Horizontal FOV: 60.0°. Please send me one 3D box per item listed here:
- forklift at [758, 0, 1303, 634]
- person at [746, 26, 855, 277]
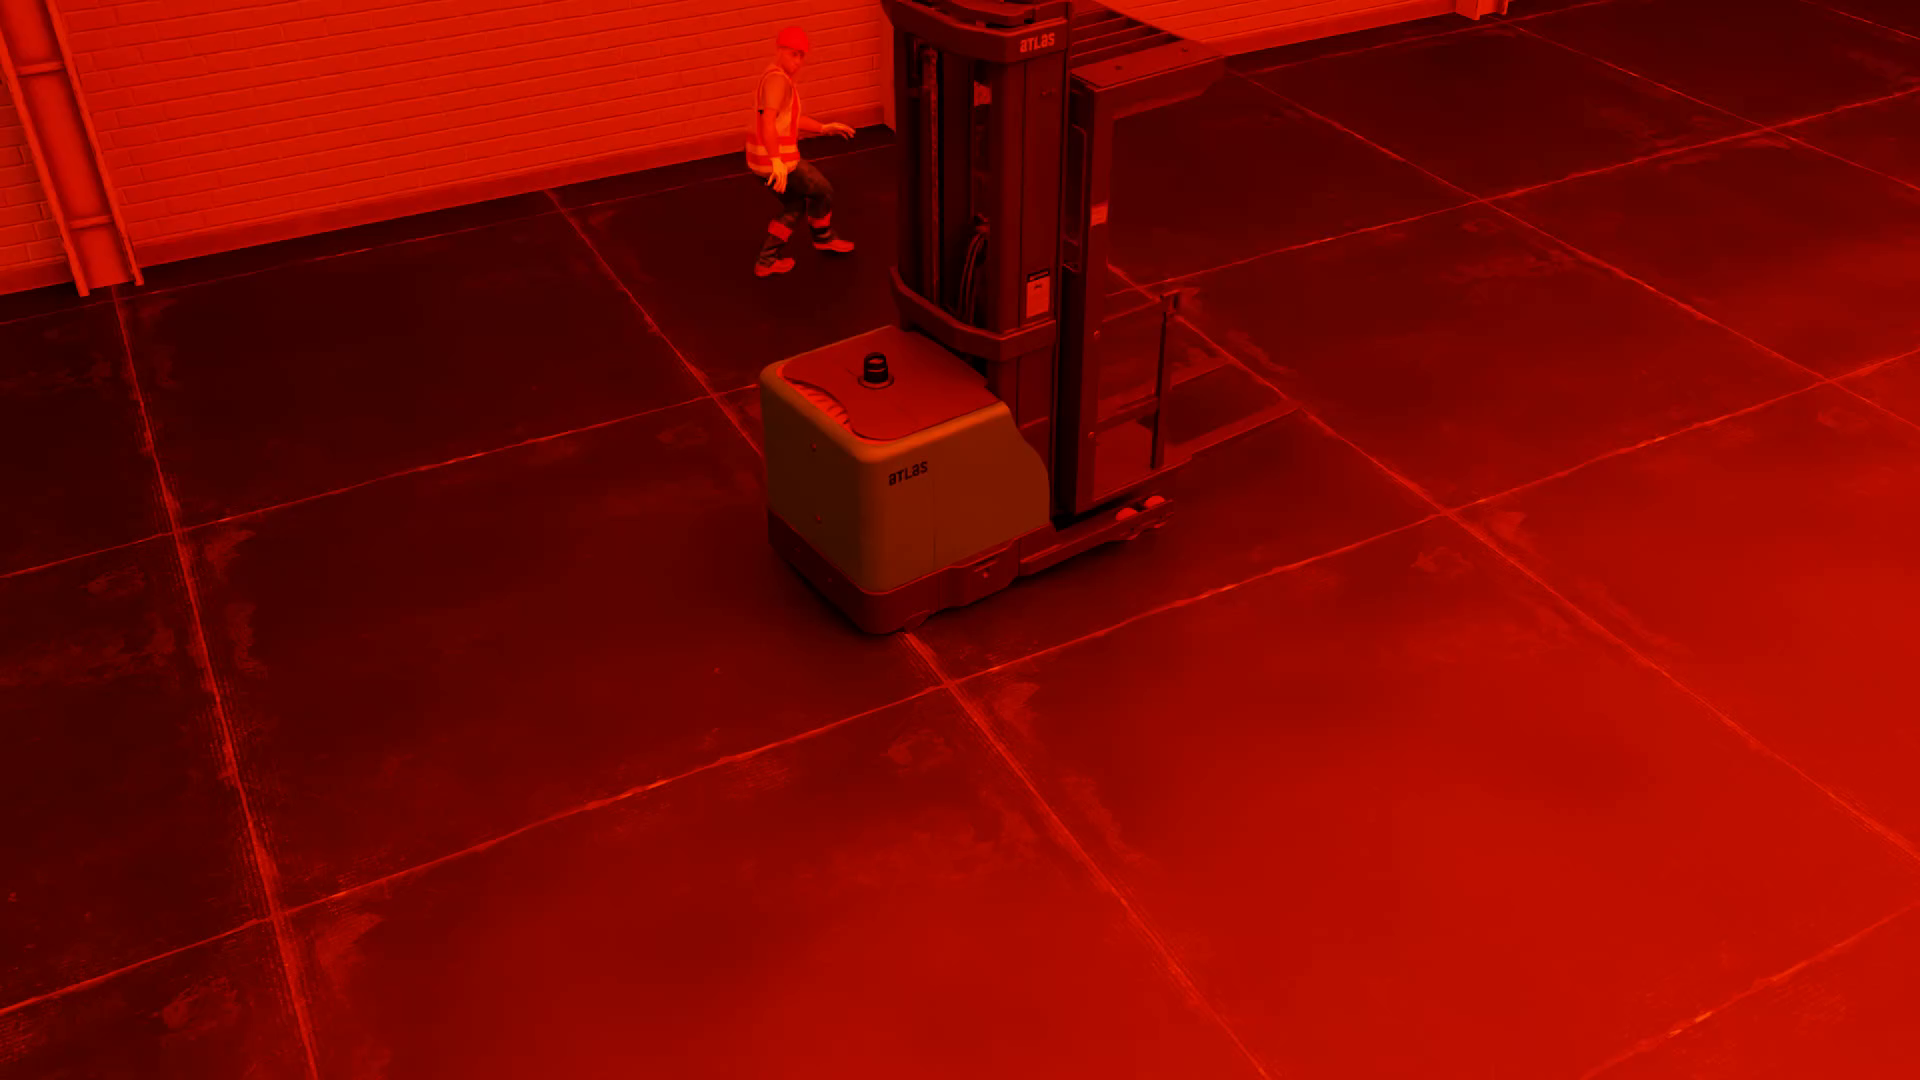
[{"bbox_3d":[0.509,-1.421,8.134,3.031,2.935,1.130,-23,41,-29],"label":"forklift"},{"bbox_3d":[-1.003,-2.480,10.784,0.814,1.610,0.785,-17,39,-23],"label":"person"}]
